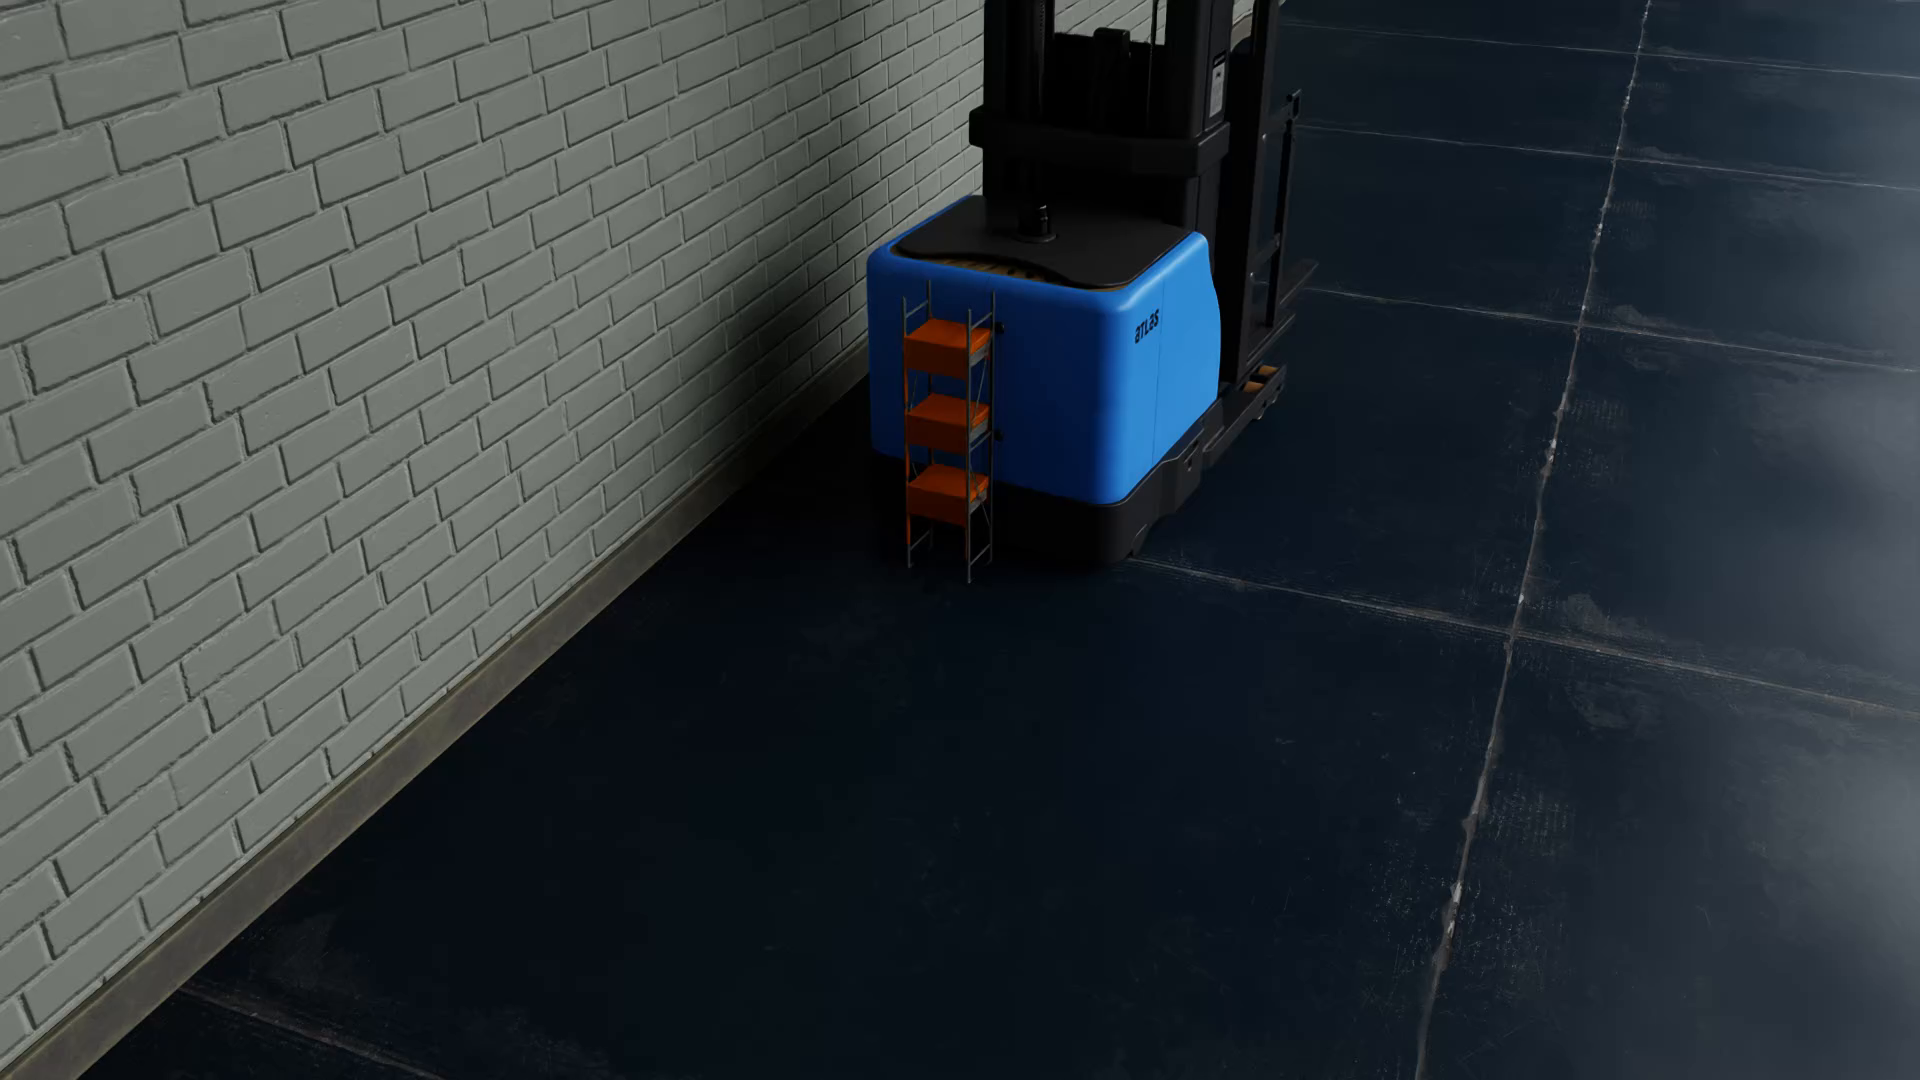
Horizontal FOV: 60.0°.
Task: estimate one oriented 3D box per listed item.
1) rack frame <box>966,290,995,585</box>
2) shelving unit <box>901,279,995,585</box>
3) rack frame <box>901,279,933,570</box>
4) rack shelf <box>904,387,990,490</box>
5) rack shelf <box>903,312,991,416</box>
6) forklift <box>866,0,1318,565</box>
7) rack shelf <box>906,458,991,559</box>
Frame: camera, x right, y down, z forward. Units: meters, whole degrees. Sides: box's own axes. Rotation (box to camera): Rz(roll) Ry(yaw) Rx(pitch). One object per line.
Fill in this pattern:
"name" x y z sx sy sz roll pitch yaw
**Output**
"rack frame" 0.071 -0.340 5.784 0.008 1.050 0.200 14 32 23
"shelving unit" -0.038 -0.367 5.832 0.252 1.050 0.215 14 32 23
"rack frame" -0.148 -0.394 5.879 0.008 1.050 0.200 14 32 23
"rack shelf" -0.038 -0.357 5.837 0.240 0.259 0.215 14 32 23
"rack shelf" -0.038 -0.604 5.697 0.240 0.259 0.215 14 32 23
"forklift" 0.779 -1.883 6.603 1.130 2.935 3.031 14 32 24
"rack shelf" -0.038 -0.115 5.974 0.240 0.259 0.215 14 32 23
